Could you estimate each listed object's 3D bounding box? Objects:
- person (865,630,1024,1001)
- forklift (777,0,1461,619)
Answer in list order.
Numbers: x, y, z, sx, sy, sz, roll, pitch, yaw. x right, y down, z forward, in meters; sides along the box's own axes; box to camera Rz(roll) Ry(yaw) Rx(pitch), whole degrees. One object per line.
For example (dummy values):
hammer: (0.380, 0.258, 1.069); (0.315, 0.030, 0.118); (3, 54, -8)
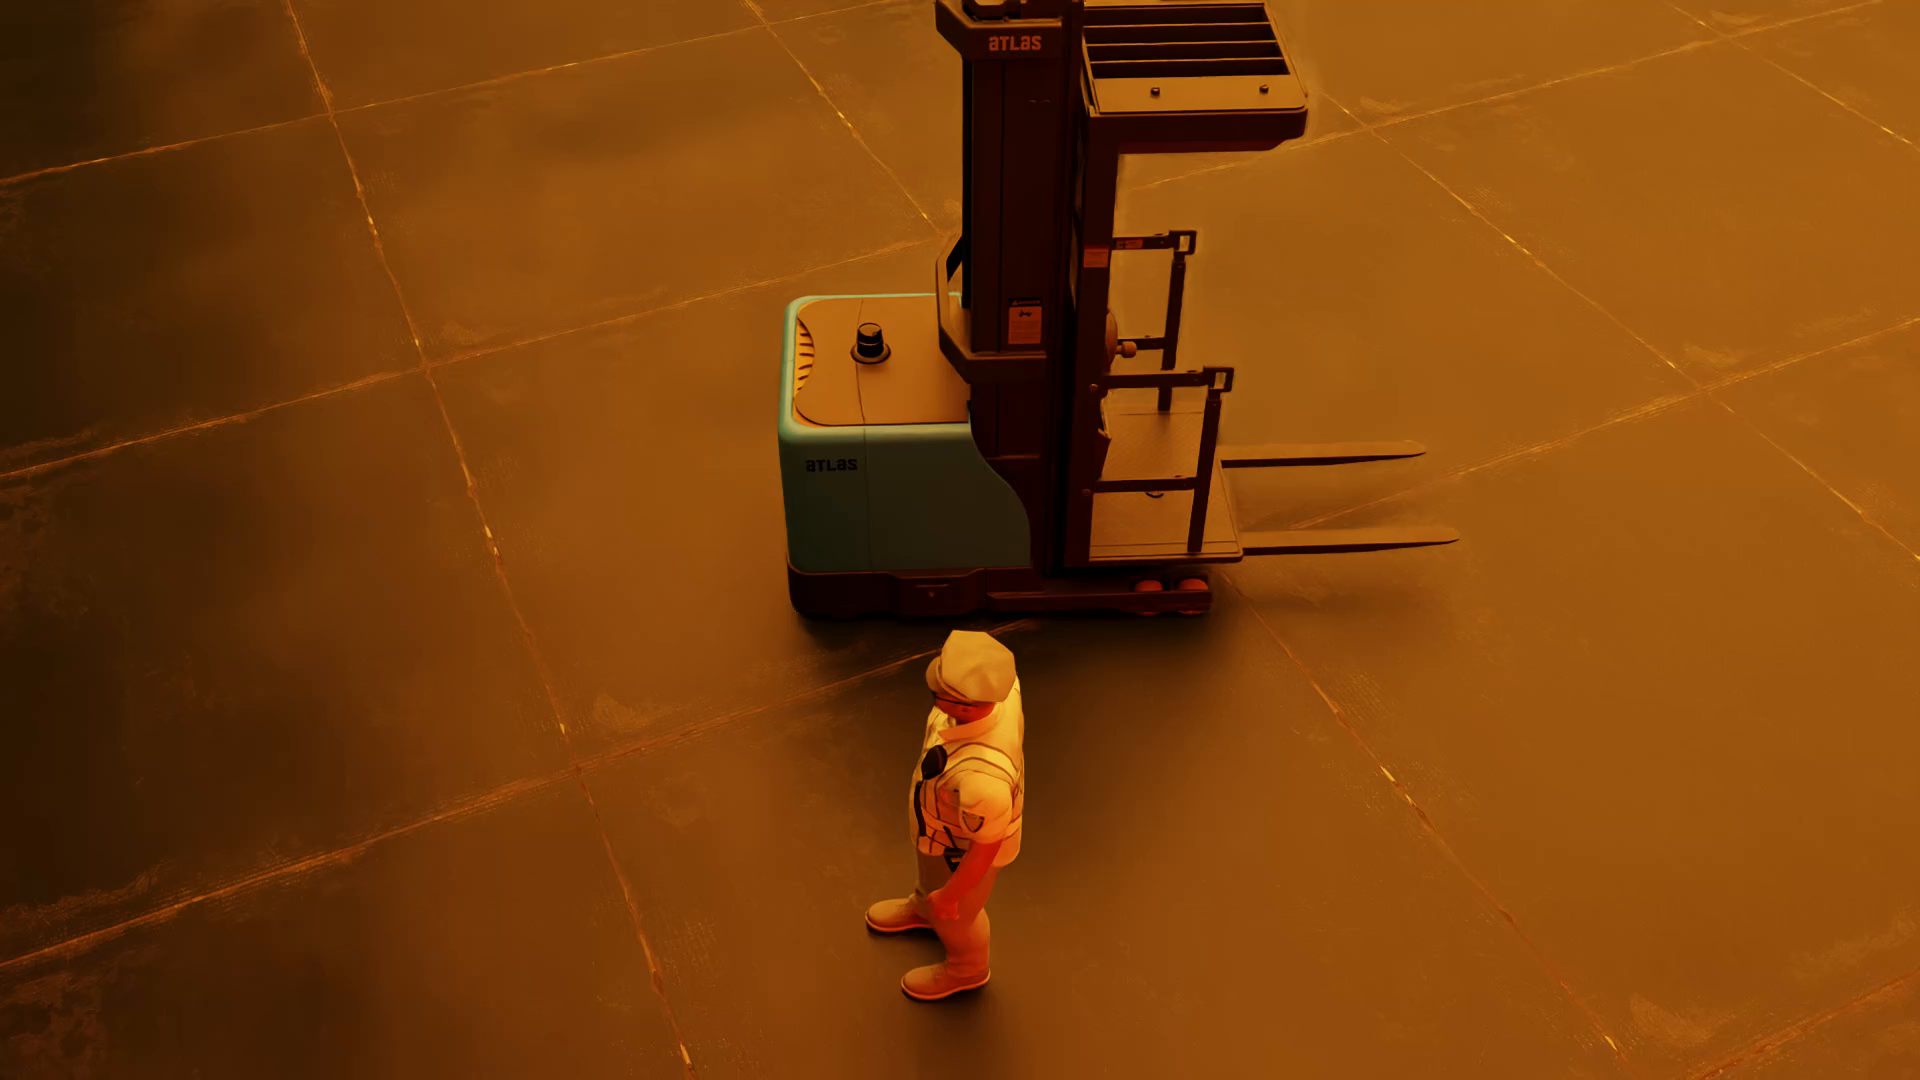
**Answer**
person: (-0.074, 0.931, 5.527); (0.564, 1.778, 0.677); (0, 43, 0)
forklift: (0.734, -1.094, 6.852); (3.031, 2.935, 1.130); (-2, 43, -2)
